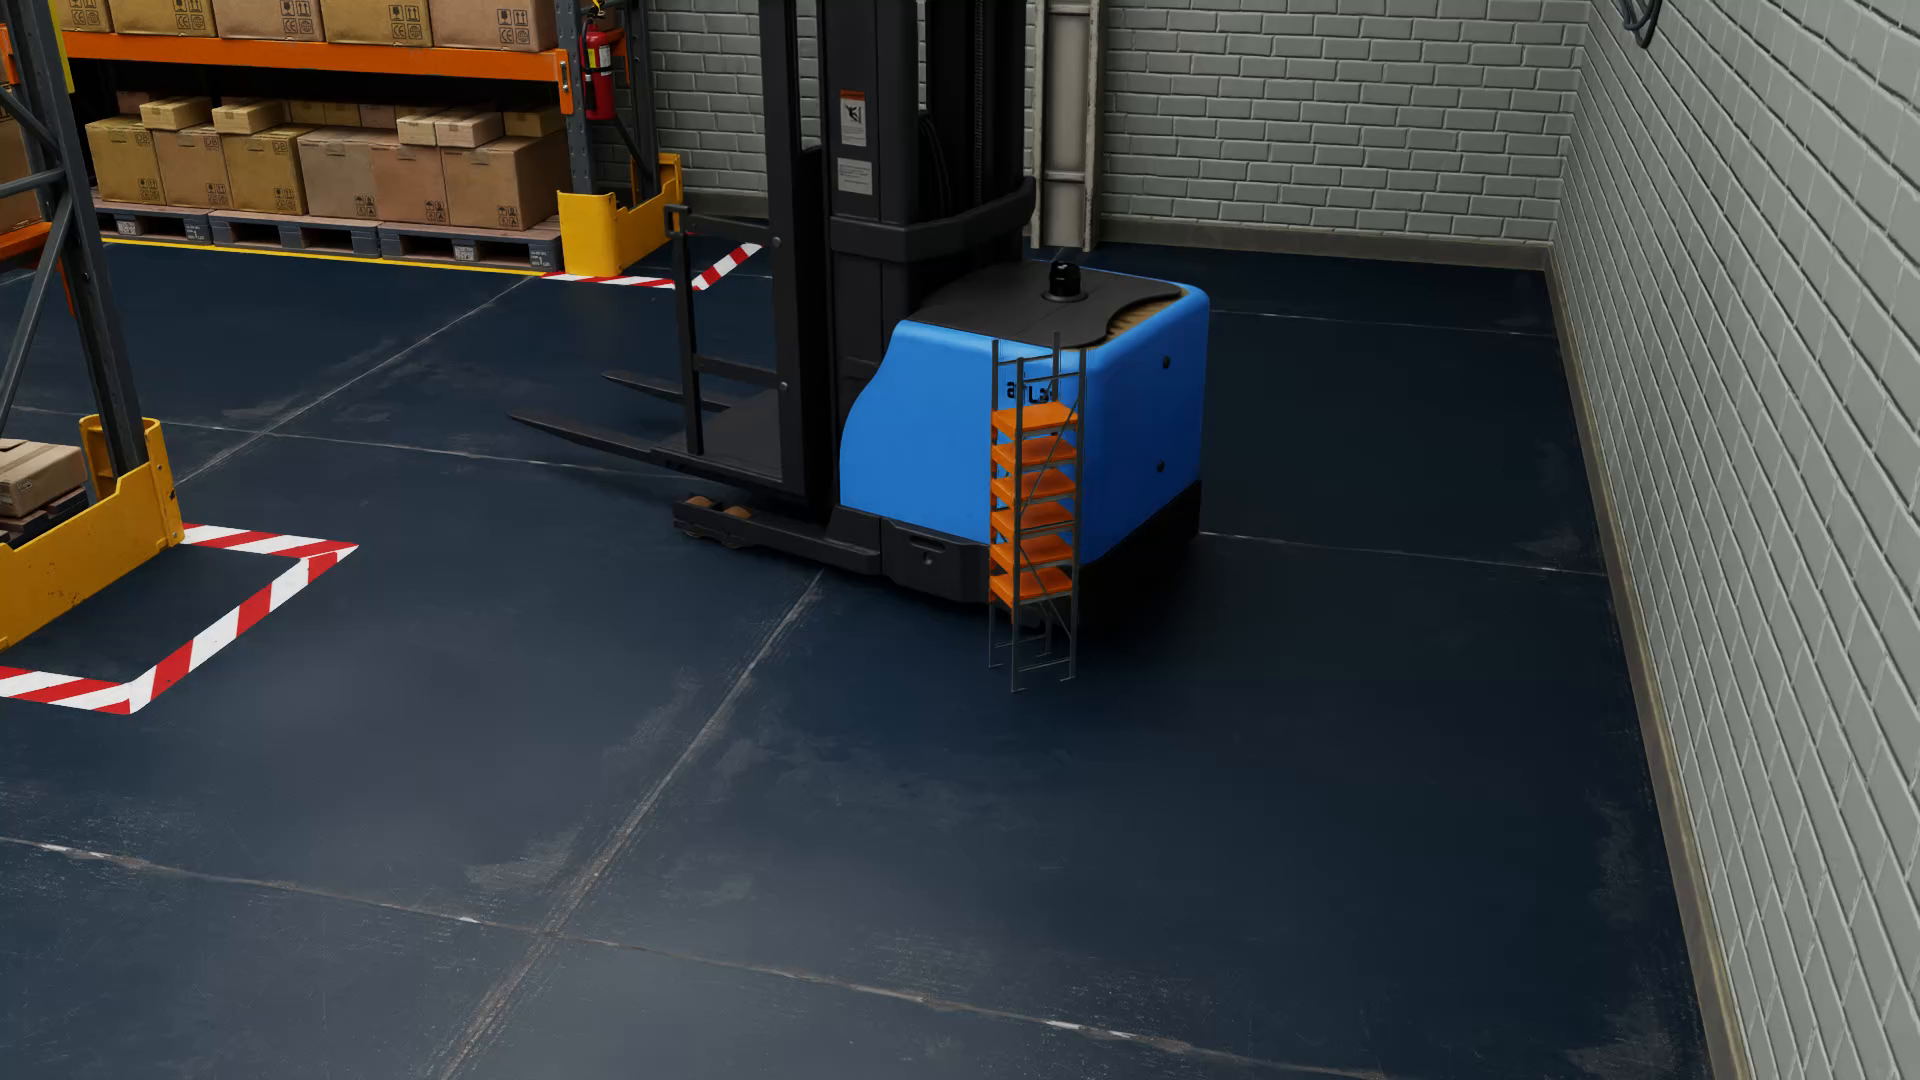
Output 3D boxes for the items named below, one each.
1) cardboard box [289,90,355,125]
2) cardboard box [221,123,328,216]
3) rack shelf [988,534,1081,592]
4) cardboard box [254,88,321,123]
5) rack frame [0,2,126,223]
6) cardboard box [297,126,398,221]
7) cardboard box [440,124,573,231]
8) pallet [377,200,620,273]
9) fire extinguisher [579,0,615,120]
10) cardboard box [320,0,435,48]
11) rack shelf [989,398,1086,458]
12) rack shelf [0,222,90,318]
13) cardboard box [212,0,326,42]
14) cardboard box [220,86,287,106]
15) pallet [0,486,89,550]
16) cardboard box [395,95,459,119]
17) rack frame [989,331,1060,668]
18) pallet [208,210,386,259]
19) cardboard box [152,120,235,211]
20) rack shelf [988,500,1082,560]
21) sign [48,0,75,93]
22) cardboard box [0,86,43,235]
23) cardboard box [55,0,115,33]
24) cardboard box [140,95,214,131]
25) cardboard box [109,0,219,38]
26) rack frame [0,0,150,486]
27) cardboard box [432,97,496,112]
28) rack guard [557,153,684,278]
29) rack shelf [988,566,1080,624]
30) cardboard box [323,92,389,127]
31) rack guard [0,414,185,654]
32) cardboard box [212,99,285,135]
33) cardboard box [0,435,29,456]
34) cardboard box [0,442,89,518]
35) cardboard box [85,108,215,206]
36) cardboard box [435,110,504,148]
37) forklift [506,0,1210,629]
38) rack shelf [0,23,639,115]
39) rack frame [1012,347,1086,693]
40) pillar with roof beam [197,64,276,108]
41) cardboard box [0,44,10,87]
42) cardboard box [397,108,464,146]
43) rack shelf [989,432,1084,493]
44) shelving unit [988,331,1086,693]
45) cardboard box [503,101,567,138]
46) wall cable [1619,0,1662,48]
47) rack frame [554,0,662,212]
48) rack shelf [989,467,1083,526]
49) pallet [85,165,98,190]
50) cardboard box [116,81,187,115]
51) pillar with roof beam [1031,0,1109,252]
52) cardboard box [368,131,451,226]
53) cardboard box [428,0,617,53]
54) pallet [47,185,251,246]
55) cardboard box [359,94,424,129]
[{"bbox_3d":[-4.152,-2.825,10.860,0.250,0.149,0.380,6,26,12],"label":"cardboard box"},{"bbox_3d":[-4.339,-2.461,10.850,0.500,0.500,0.700,7,26,14],"label":"cardboard box"},{"bbox_3d":[0.249,0.070,5.590,0.258,0.103,0.180,-11,28,-22],"label":"rack shelf"},{"bbox_3d":[-4.402,-2.853,10.917,0.250,0.149,0.380,7,26,14],"label":"cardboard box"},{"bbox_3d":[-6.020,-3.634,10.894,0.127,3.000,1.000,6,26,13],"label":"rack frame"},{"bbox_3d":[-3.821,-2.407,10.736,0.500,0.500,0.700,5,26,11],"label":"cardboard box"},{"bbox_3d":[-2.849,-2.300,10.511,0.500,0.500,0.700,6,26,13],"label":"cardboard box"},{"bbox_3d":[-2.940,-2.000,10.705,1.213,0.211,1.003,6,26,13],"label":"pallet"},{"bbox_3d":[-2.115,-2.794,9.654,0.183,0.674,0.296,6,26,13],"label":"fire extinguisher"},{"bbox_3d":[-3.350,-3.465,10.190,0.700,0.700,0.980,6,26,13],"label":"cardboard box"},{"bbox_3d":[0.249,-0.364,5.384,0.258,0.103,0.180,-11,28,-22],"label":"rack shelf"},{"bbox_3d":[-5.313,-1.033,6.266,4.000,0.370,1.077,6,26,13],"label":"rack shelf"},{"bbox_3d":[-4.086,-3.551,10.369,0.700,0.700,0.980,5,26,10],"label":"cardboard box"},{"bbox_3d":[-4.646,-2.880,10.974,0.250,0.149,0.380,5,26,11],"label":"cardboard box"},{"bbox_3d":[-4.222,0.023,6.457,1.213,0.211,1.003,6,26,13],"label":"pallet"},{"bbox_3d":[-3.411,-2.744,10.689,0.250,0.149,0.380,7,26,13],"label":"cardboard box"},{"bbox_3d":[0.212,-0.115,5.595,0.240,1.200,0.006,-11,28,-22],"label":"rack frame"},{"bbox_3d":[-4.118,-2.131,10.981,1.213,0.211,1.003,6,26,13],"label":"pallet"},{"bbox_3d":[-4.836,-2.517,10.967,0.500,0.500,0.700,6,26,12],"label":"cardboard box"},{"bbox_3d":[0.249,-0.039,5.539,0.258,0.103,0.180,-11,28,-22],"label":"rack shelf"},{"bbox_3d":[-3.241,-1.760,5.950,0.005,0.325,0.100,6,26,13],"label":"sign"},{"bbox_3d":[-3.741,-1.346,5.971,0.500,0.500,0.500,7,26,14],"label":"cardboard box"},{"bbox_3d":[-5.499,-3.705,10.693,0.700,0.700,0.980,7,26,14],"label":"cardboard box"},{"bbox_3d":[-5.035,-2.753,10.707,0.250,0.149,0.380,7,26,15],"label":"cardboard box"},{"bbox_3d":[-4.793,-3.624,10.524,0.700,0.700,0.980,6,26,12],"label":"cardboard box"},{"bbox_3d":[-3.376,-1.143,5.662,0.127,3.000,1.000,6,26,13],"label":"rack frame"},{"bbox_3d":[-3.169,-2.717,10.632,0.250,0.149,0.380,6,26,13],"label":"cardboard box"},{"bbox_3d":[-2.123,-2.075,10.526,0.348,0.500,1.175,6,26,13],"label":"rack guard"},{"bbox_3d":[0.249,0.178,5.642,0.258,0.103,0.180,-11,28,-22],"label":"rack shelf"},{"bbox_3d":[-3.907,-2.798,10.802,0.250,0.149,0.380,7,26,14],"label":"cardboard box"},{"bbox_3d":[-3.450,-0.023,6.216,0.348,0.500,1.175,6,26,13],"label":"rack guard"},{"bbox_3d":[-4.530,-2.697,10.590,0.250,0.149,0.380,6,26,12],"label":"cardboard box"},{"bbox_3d":[-3.939,-0.277,6.627,0.250,0.166,0.380,6,26,13],"label":"cardboard box"},{"bbox_3d":[-3.696,-0.243,6.575,0.250,0.149,0.380,6,26,13],"label":"cardboard box"},{"bbox_3d":[-5.322,-2.572,11.083,0.500,0.500,0.700,7,26,14],"label":"cardboard box"},{"bbox_3d":[-3.019,-2.531,10.242,0.250,0.149,0.380,6,26,12],"label":"cardboard box"},{"bbox_3d":[-0.569,-1.465,6.417,3.031,2.935,1.130,15,29,28],"label":"forklift"},{"bbox_3d":[-4.083,-3.095,10.599,4.000,0.370,1.077,6,26,13],"label":"rack shelf"},{"bbox_3d":[0.287,-0.043,5.444,0.240,1.200,0.006,-11,28,-22],"label":"rack frame"},{"bbox_3d":[-6.199,-4.836,6.439,0.400,9.000,9.100,6,26,13],"label":"pillar with roof beam"},{"bbox_3d":[-3.741,-1.797,5.756,0.500,0.500,0.500,7,26,15],"label":"cardboard box"},{"bbox_3d":[-3.267,-2.558,10.298,0.250,0.149,0.380,7,26,14],"label":"cardboard box"},{"bbox_3d":[0.249,-0.255,5.436,0.258,0.103,0.180,-11,28,-22],"label":"rack shelf"},{"bbox_3d":[0.249,-0.079,5.520,0.258,1.200,0.189,-11,28,-22],"label":"shelving unit"},{"bbox_3d":[-2.678,-2.663,10.519,0.250,0.149,0.380,6,26,13],"label":"cardboard box"},{"bbox_3d":[3.242,-3.758,7.788,0.112,2.526,3.097,6,26,13],"label":"wall cable"},{"bbox_3d":[-2.146,-3.206,9.994,0.127,3.000,1.000,6,26,13],"label":"rack frame"},{"bbox_3d":[0.249,-0.147,5.487,0.258,0.103,0.180,-11,28,-22],"label":"rack shelf"},{"bbox_3d":[-6.786,-2.426,11.601,1.213,0.211,1.003,6,26,13],"label":"pallet"},{"bbox_3d":[-5.413,-2.964,11.150,0.250,0.149,0.380,6,26,13],"label":"cardboard box"},{"bbox_3d":[-0.388,-4.193,5.090,0.400,9.000,9.100,6,26,13],"label":"pillar with roof beam"},{"bbox_3d":[-3.334,-2.354,10.624,0.500,0.500,0.700,6,26,13],"label":"cardboard box"},{"bbox_3d":[-2.643,-3.392,10.036,0.700,0.700,0.980,8,26,15],"label":"cardboard box"},{"bbox_3d":[-5.303,-2.261,11.254,1.213,0.211,1.003,6,26,13],"label":"pallet"},{"bbox_3d":[-3.658,-2.771,10.745,0.250,0.149,0.380,7,26,14],"label":"cardboard box"}]
